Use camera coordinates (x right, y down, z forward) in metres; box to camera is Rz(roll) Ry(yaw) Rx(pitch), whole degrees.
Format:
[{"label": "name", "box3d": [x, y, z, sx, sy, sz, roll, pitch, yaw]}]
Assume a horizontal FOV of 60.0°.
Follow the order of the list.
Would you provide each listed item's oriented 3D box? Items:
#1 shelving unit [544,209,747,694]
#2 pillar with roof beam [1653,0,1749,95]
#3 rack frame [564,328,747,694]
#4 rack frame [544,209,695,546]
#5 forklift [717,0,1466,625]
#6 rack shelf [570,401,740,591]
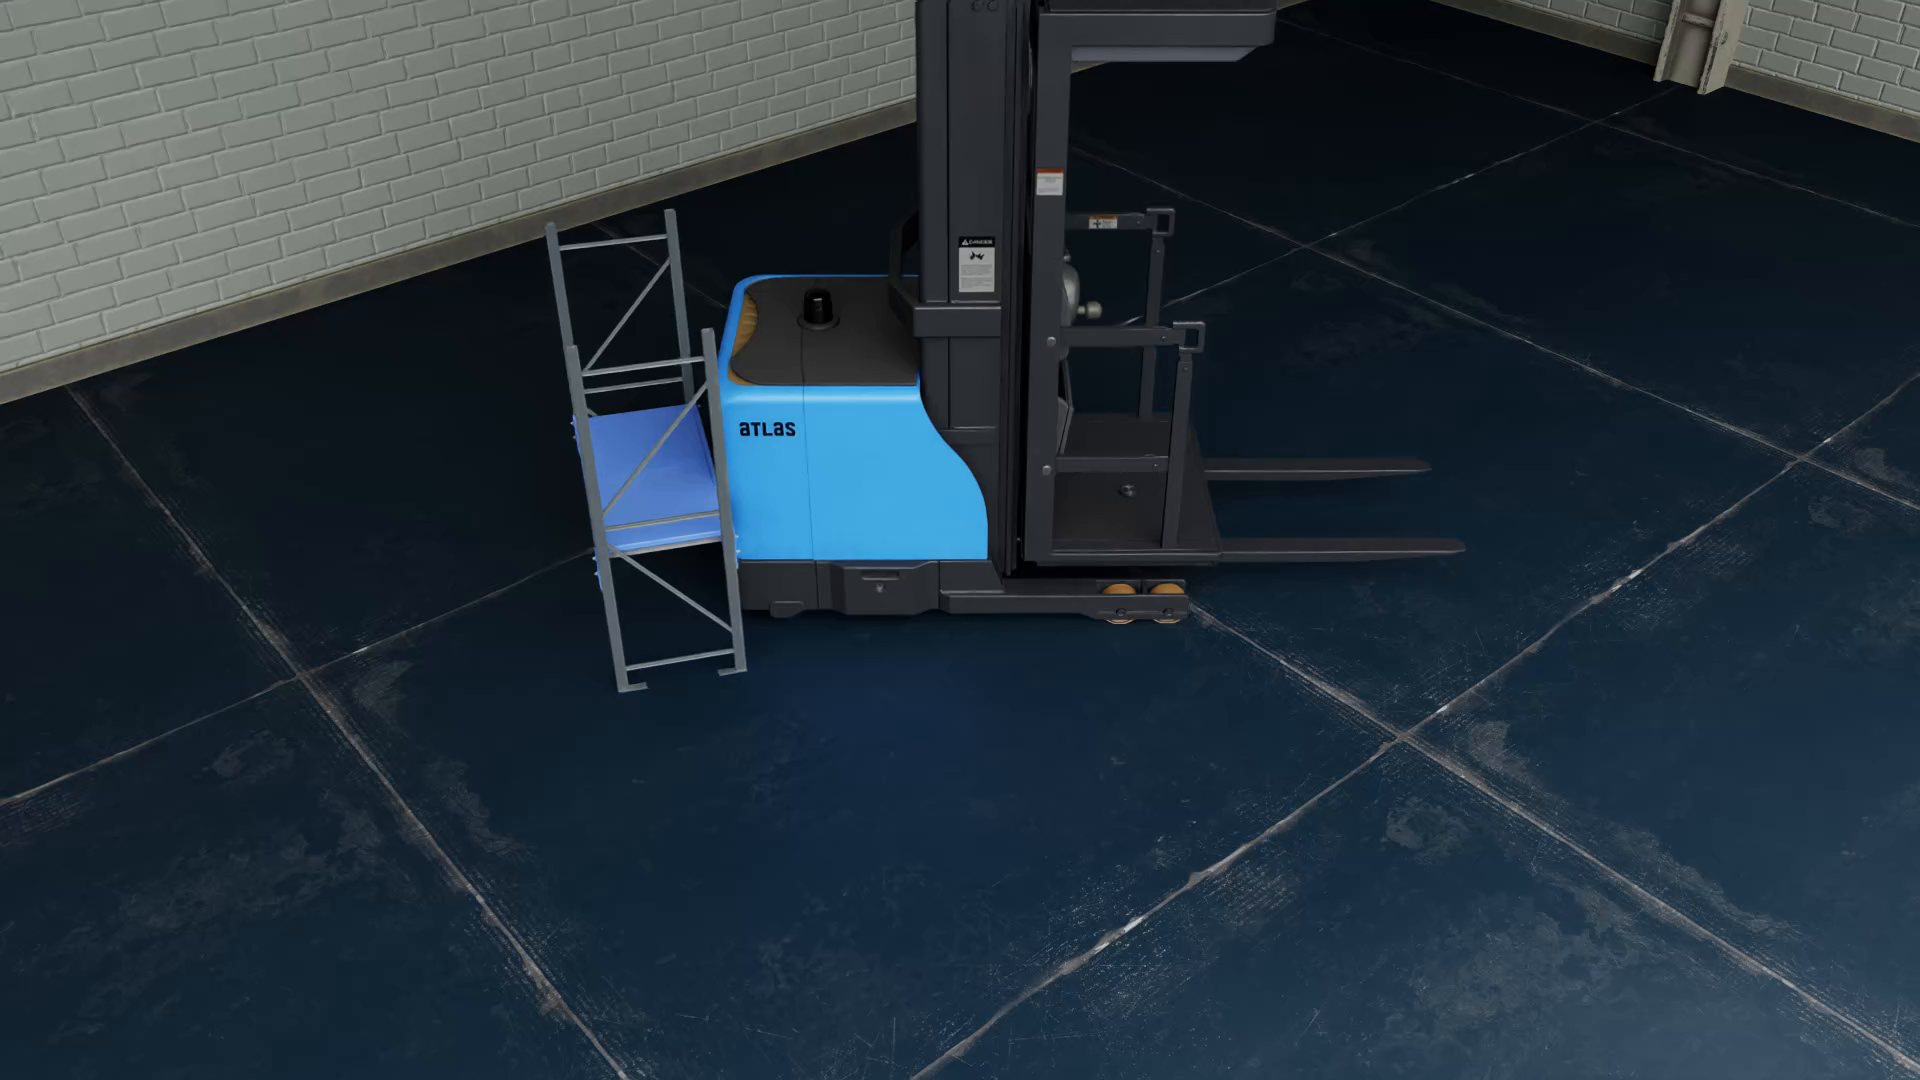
[{"label": "shelving unit", "box3d": [-1.215, -0.350, 6.446, 0.538, 1.500, 1.048, -9, 36, -12]}, {"label": "pillar with roof beam", "box3d": [1.912, -5.332, 6.993, 9.100, 9.000, 0.400, -26, 43, -32]}, {"label": "rack frame", "box3d": [-1.080, -0.067, 6.046, 0.500, 1.500, 0.032, -9, 36, -12]}, {"label": "rack frame", "box3d": [-1.349, -0.633, 6.847, 0.500, 1.500, 0.032, -9, 36, -12]}, {"label": "forklift", "box3d": [0.559, -1.161, 6.354, 3.031, 2.935, 1.130, 0, 35, 0]}, {"label": "rack shelf", "box3d": [-1.215, -0.203, 6.550, 0.538, 0.185, 1.000, -9, 36, -12]}]
